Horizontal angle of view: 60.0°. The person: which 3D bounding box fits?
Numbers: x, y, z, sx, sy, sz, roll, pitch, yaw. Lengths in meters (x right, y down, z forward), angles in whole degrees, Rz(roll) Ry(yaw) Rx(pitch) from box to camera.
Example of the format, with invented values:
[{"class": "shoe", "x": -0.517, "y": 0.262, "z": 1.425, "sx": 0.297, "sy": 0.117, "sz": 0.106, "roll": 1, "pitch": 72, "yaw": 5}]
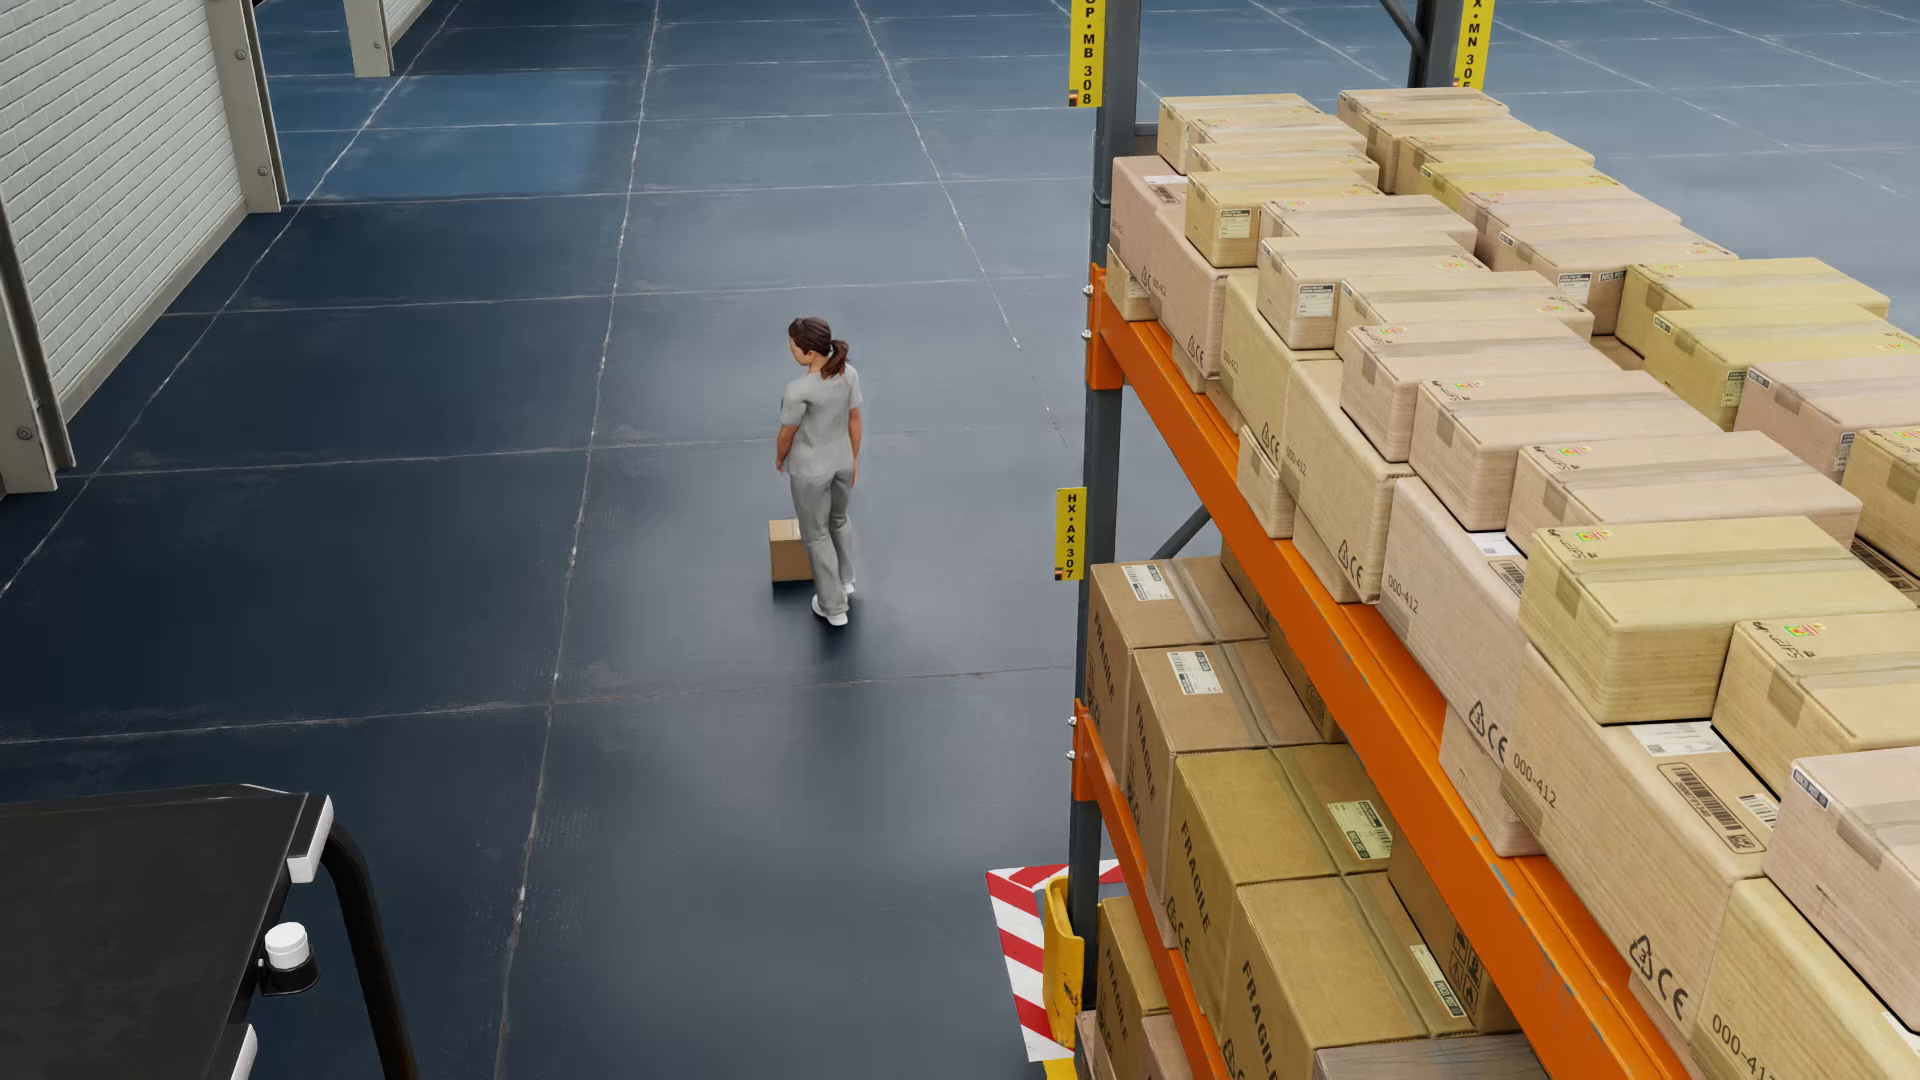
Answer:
[{"class": "person", "x": -0.715, "y": -0.250, "z": 8.382, "sx": 0.522, "sy": 1.441, "sz": 0.544, "roll": -23, "pitch": 35, "yaw": -37}]
